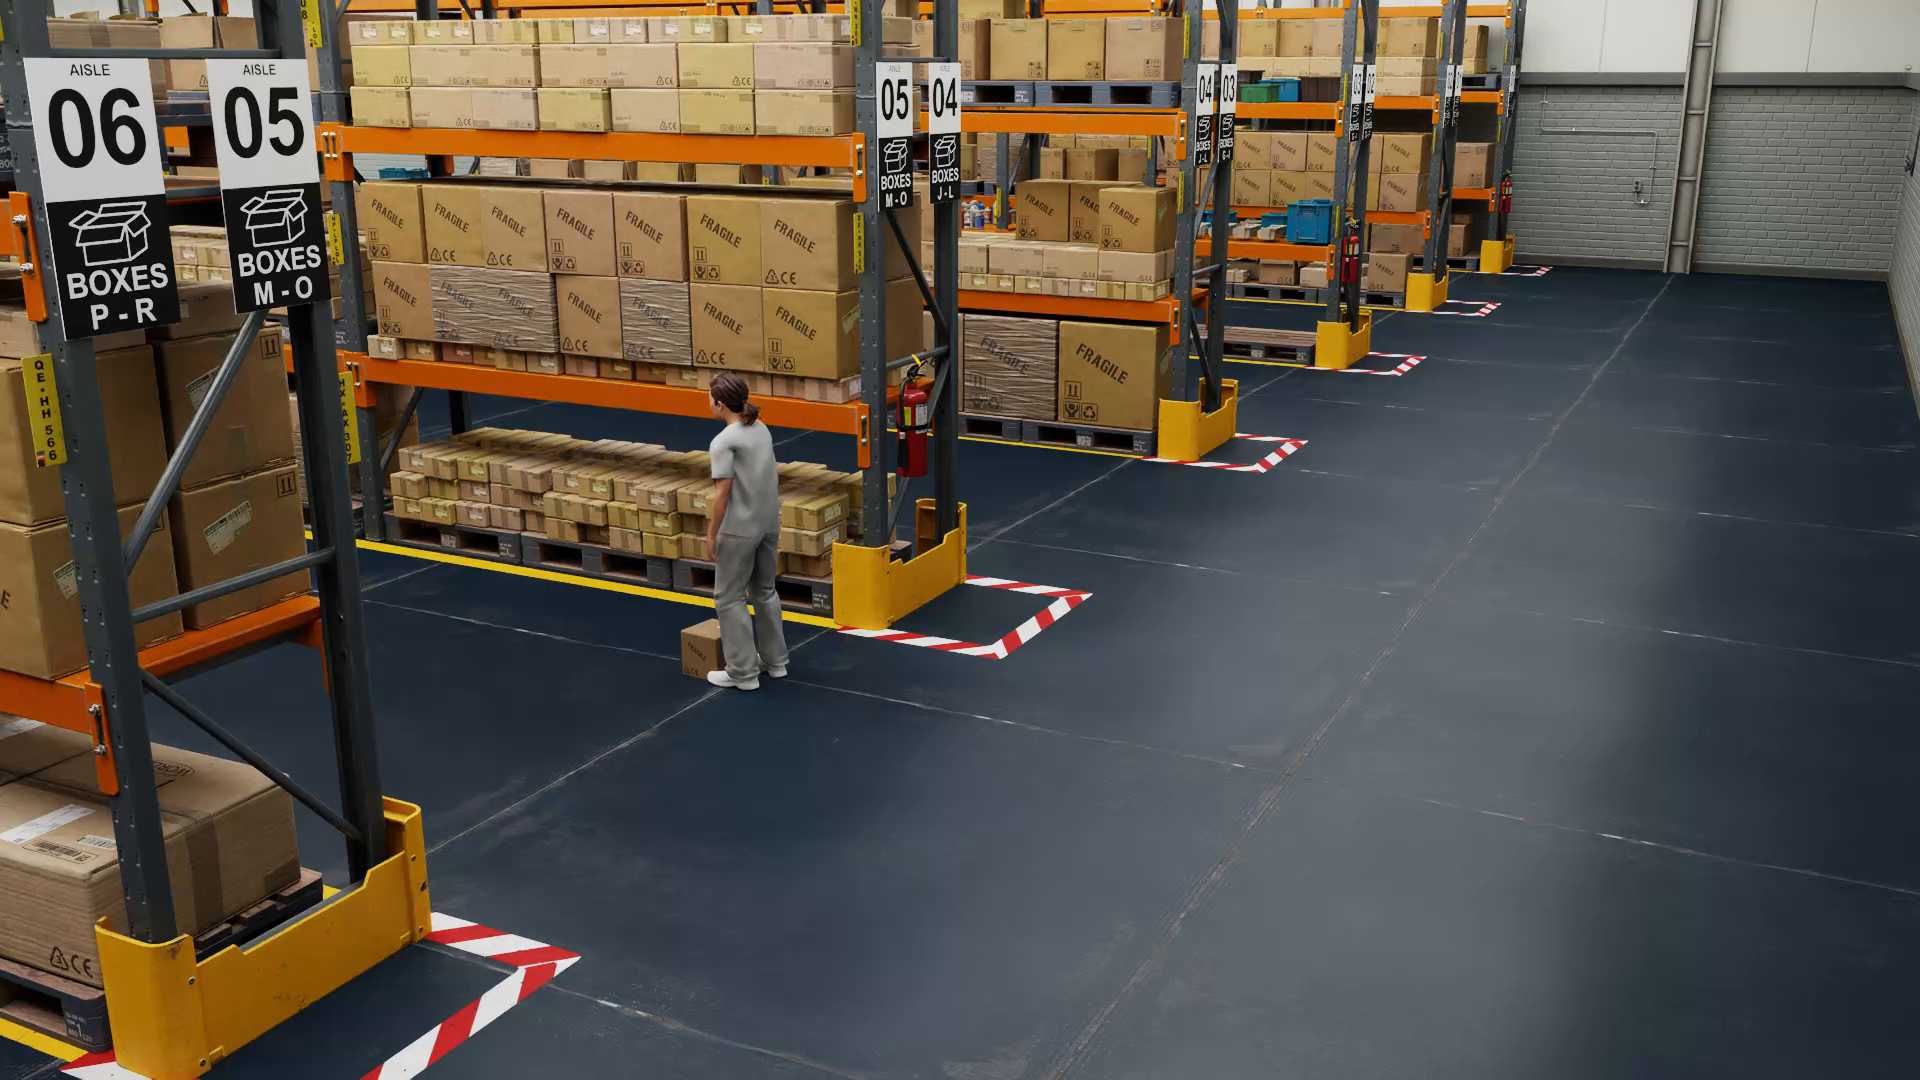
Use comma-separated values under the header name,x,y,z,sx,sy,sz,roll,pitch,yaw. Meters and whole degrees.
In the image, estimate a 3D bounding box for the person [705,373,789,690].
name,x,y,z,sx,sy,sz,roll,pitch,yaw
person,-1.132,-0.048,8.700,0.361,1.673,0.511,10,19,31
